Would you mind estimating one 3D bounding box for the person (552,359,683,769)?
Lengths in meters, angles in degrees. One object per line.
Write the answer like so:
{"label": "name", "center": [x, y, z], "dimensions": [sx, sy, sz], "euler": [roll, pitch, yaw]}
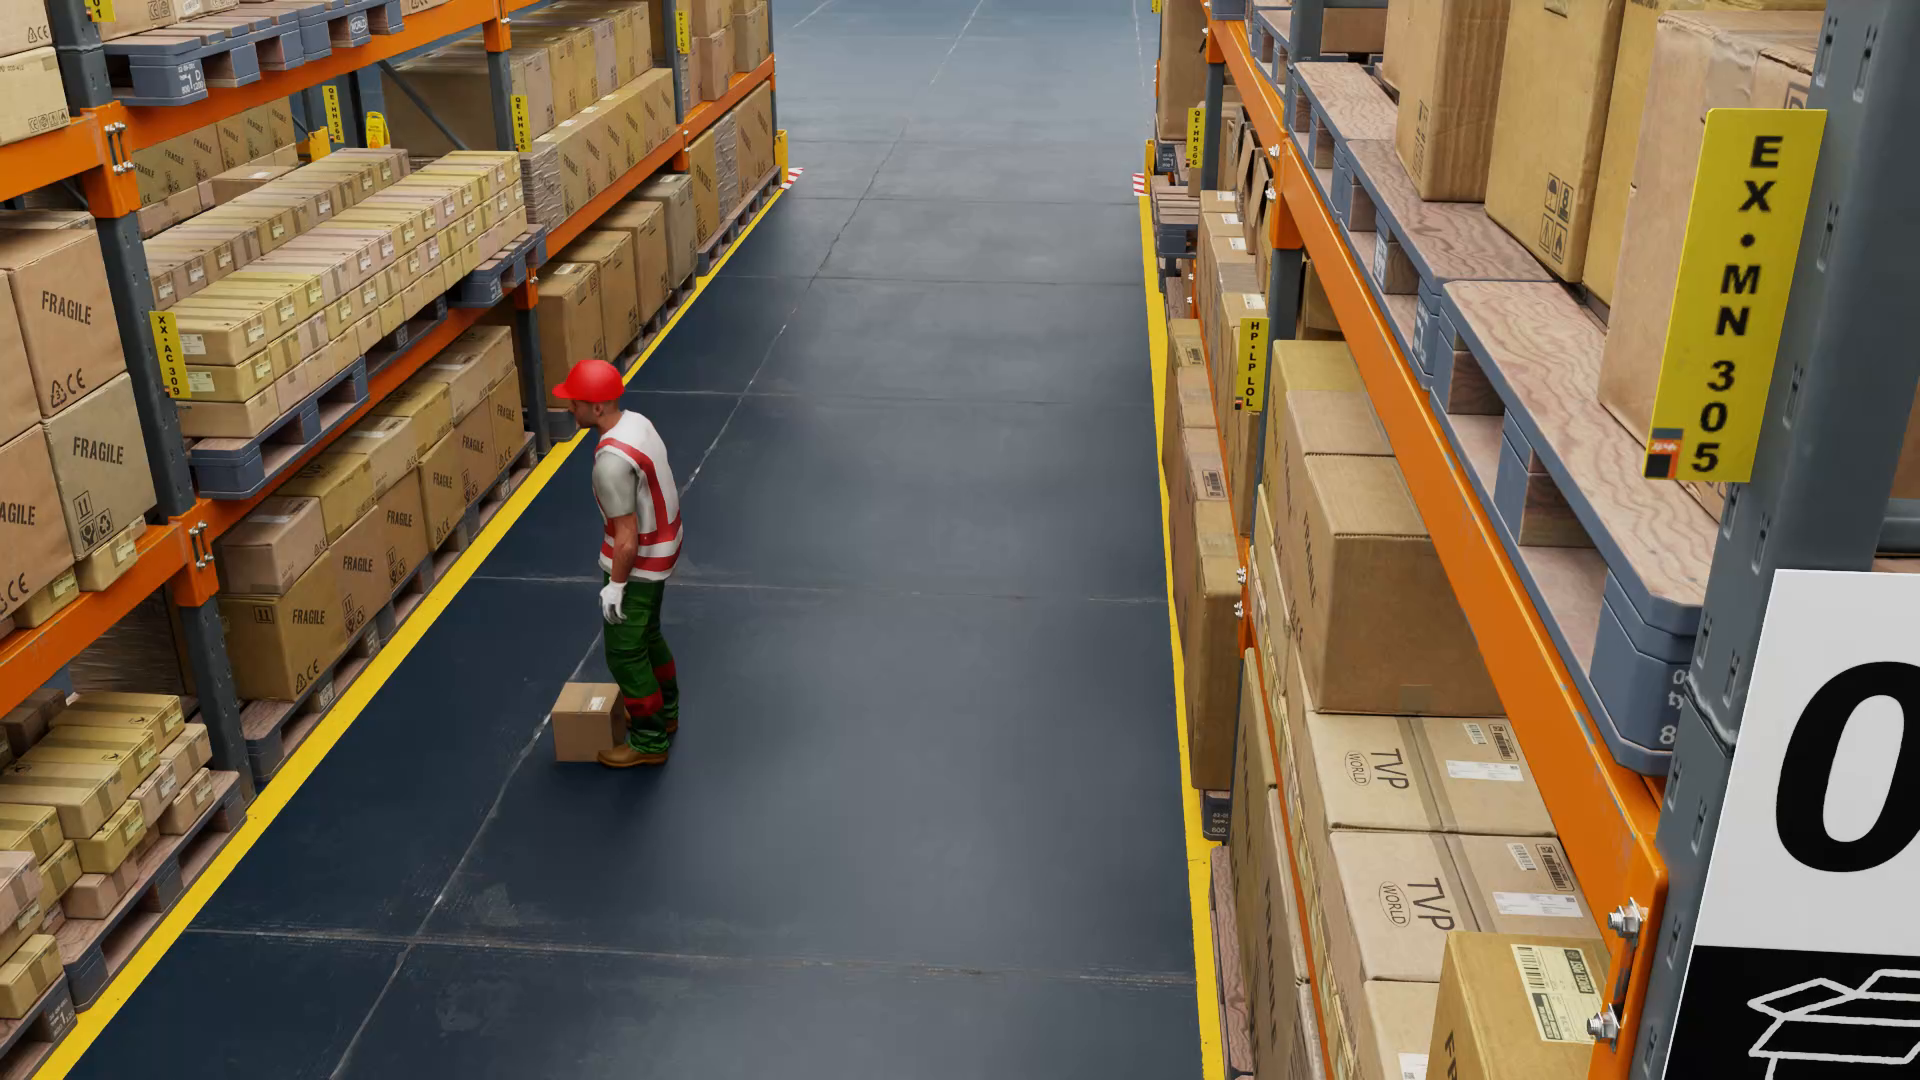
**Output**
{"label": "person", "center": [-1.374, 0.097, 6.872], "dimensions": [0.454, 1.777, 0.605], "euler": [1, 24, 2]}
